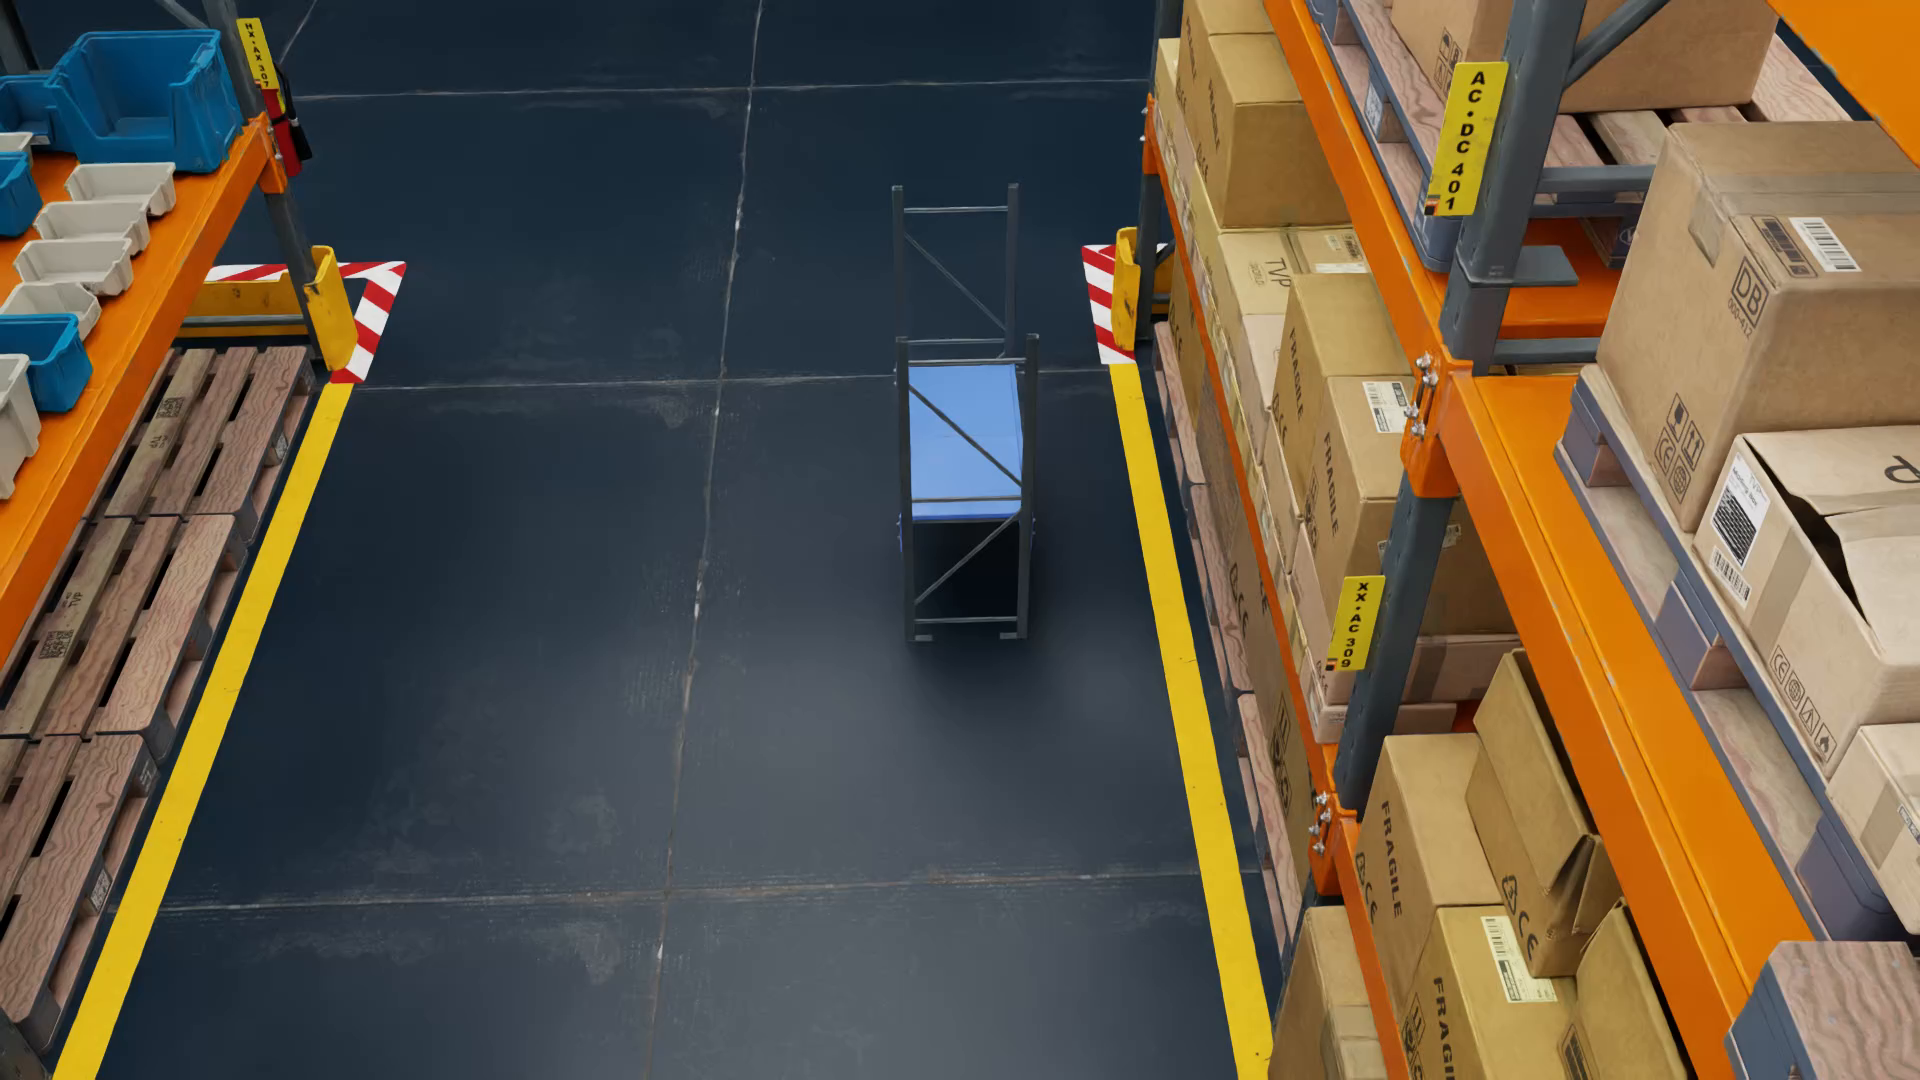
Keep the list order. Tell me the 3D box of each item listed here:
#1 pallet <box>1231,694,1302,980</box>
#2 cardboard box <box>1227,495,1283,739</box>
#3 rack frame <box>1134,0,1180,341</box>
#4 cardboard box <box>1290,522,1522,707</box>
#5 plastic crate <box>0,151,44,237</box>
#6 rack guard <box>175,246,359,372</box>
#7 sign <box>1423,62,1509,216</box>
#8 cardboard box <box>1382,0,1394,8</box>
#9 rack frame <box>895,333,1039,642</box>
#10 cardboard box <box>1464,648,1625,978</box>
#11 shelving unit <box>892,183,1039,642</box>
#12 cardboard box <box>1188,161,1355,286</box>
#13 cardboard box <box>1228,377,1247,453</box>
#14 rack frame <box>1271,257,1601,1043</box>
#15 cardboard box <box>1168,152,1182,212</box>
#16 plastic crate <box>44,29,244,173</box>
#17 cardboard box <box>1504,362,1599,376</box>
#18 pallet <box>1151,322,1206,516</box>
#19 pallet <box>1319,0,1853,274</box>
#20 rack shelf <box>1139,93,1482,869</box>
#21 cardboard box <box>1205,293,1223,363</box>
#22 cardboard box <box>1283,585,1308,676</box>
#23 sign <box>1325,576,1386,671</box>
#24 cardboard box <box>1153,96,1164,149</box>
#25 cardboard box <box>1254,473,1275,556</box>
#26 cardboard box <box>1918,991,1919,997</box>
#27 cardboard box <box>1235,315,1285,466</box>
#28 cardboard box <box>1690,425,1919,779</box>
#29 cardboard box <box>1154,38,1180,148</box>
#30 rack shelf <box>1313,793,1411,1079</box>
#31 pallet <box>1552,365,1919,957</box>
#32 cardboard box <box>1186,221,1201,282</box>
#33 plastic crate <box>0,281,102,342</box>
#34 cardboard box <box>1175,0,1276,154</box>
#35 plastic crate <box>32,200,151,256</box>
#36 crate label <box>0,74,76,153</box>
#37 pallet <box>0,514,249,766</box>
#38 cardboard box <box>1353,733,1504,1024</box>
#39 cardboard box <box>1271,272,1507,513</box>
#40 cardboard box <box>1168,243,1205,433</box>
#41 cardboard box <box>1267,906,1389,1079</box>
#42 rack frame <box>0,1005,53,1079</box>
[{"bbox_3d":[1.574,1.052,5.946,1.003,0.211,1.213,-2,43,-2],"label":"pallet"},{"bbox_3d":[1.542,0.113,6.169,0.875,0.875,0.875,-2,43,-2],"label":"cardboard box"},{"bbox_3d":[1.358,-2.161,7.387,1.000,3.000,0.127,-2,43,-2],"label":"rack frame"},{"bbox_3d":[1.247,0.195,4.708,0.500,0.250,0.500,-2,43,-3],"label":"cardboard box"},{"bbox_3d":[-3.881,-1.358,6.592,0.416,0.233,0.300,-2,43,-2],"label":"plastic crate"},{"bbox_3d":[-3.604,-1.113,8.094,1.175,0.500,0.348,-2,43,-2],"label":"rack guard"},{"bbox_3d":[0.974,-0.769,3.208,0.100,0.325,0.005,-2,43,-2],"label":"sign"},{"bbox_3d":[1.416,-1.684,4.189,0.700,0.500,0.500,0,43,0],"label":"cardboard box"},{"bbox_3d":[0.025,-0.152,6.306,0.500,1.500,0.032,-2,43,-2],"label":"rack frame"},{"bbox_3d":[1.563,0.564,3.598,0.797,0.503,0.637,-3,43,-3],"label":"cardboard box"},{"bbox_3d":[0.004,-0.495,6.680,0.538,1.500,1.048,-2,43,-2],"label":"shelving unit"},{"bbox_3d":[1.155,-1.193,6.223,0.500,0.250,0.500,-3,43,-3],"label":"cardboard box"},{"bbox_3d":[1.133,-0.432,5.687,0.380,0.149,0.250,-2,43,-2],"label":"cardboard box"},{"bbox_3d":[1.528,0.540,4.441,1.000,3.000,0.127,-2,43,-2],"label":"rack frame"},{"bbox_3d":[1.067,-1.473,6.823,0.380,0.149,0.250,-3,43,-3],"label":"cardboard box"},{"bbox_3d":[-3.390,-1.833,6.959,0.616,0.435,0.499,-2,43,-2],"label":"plastic crate"},{"bbox_3d":[1.750,-0.454,4.862,0.500,0.500,0.500,-2,43,-2],"label":"cardboard box"},{"bbox_3d":[1.470,-0.595,7.743,1.003,0.211,1.213,-2,43,-2],"label":"pallet"},{"bbox_3d":[1.504,-1.086,4.061,1.003,0.211,1.213,-2,43,-2],"label":"pallet"},{"bbox_3d":[1.443,-0.545,6.157,1.077,0.370,4.000,-2,43,-2],"label":"rack shelf"},{"bbox_3d":[1.110,-0.781,6.068,0.380,0.149,0.250,-3,43,-3],"label":"cardboard box"},{"bbox_3d":[1.177,0.262,4.930,0.380,0.149,0.250,-1,43,-1],"label":"cardboard box"},{"bbox_3d":[0.974,0.208,4.104,0.100,0.325,0.005,-2,43,-2],"label":"sign"},{"bbox_3d":[1.043,-1.819,7.200,0.380,0.149,0.250,-1,43,-1],"label":"cardboard box"},{"bbox_3d":[1.155,-0.085,5.309,0.380,0.149,0.250,-1,43,-1],"label":"cardboard box"},{"bbox_3d":[1.590,0.563,1.809,0.797,0.503,0.637,-2,43,-2],"label":"cardboard box"},{"bbox_3d":[1.201,-0.499,5.465,0.500,0.250,0.500,-1,43,-1],"label":"cardboard box"},{"bbox_3d":[1.485,0.055,2.505,0.500,0.311,0.500,-3,43,-3],"label":"cardboard box"},{"bbox_3d":[1.109,-1.883,6.976,0.500,0.250,0.500,-3,43,-3],"label":"cardboard box"},{"bbox_3d":[1.613,2.155,3.211,1.077,0.370,4.000,-2,43,-2],"label":"rack shelf"},{"bbox_3d":[1.616,0.122,2.819,0.805,0.209,1.217,-3,43,-4],"label":"pallet"},{"bbox_3d":[1.089,-1.125,6.444,0.380,0.149,0.250,-2,43,-3],"label":"cardboard box"},{"bbox_3d":[-3.310,-0.815,6.070,0.298,0.136,0.250,-2,43,-2],"label":"plastic crate"},{"bbox_3d":[1.130,-1.822,6.354,0.500,0.500,0.500,-3,43,-3],"label":"cardboard box"},{"bbox_3d":[-3.377,-1.202,6.492,0.396,0.136,0.243,-2,43,-2],"label":"plastic crate"},{"bbox_3d":[-3.909,-1.803,7.076,0.416,0.233,0.303,-2,43,-2],"label":"crate label"},{"bbox_3d":[-3.545,0.389,6.670,1.003,0.211,1.213,-2,43,-2],"label":"pallet"},{"bbox_3d":[1.298,0.821,4.061,0.500,0.500,0.500,-2,43,-2],"label":"cardboard box"},{"bbox_3d":[1.224,-0.432,4.837,0.500,0.500,0.500,-1,43,-1],"label":"cardboard box"},{"bbox_3d":[1.465,-1.102,7.495,0.875,0.875,0.875,-2,43,-2],"label":"cardboard box"},{"bbox_3d":[1.575,1.600,4.547,1.225,0.875,0.875,-2,43,-2],"label":"cardboard box"},{"bbox_3d":[-3.421,0.682,4.286,1.000,3.000,0.127,-2,43,-2],"label":"rack frame"}]
